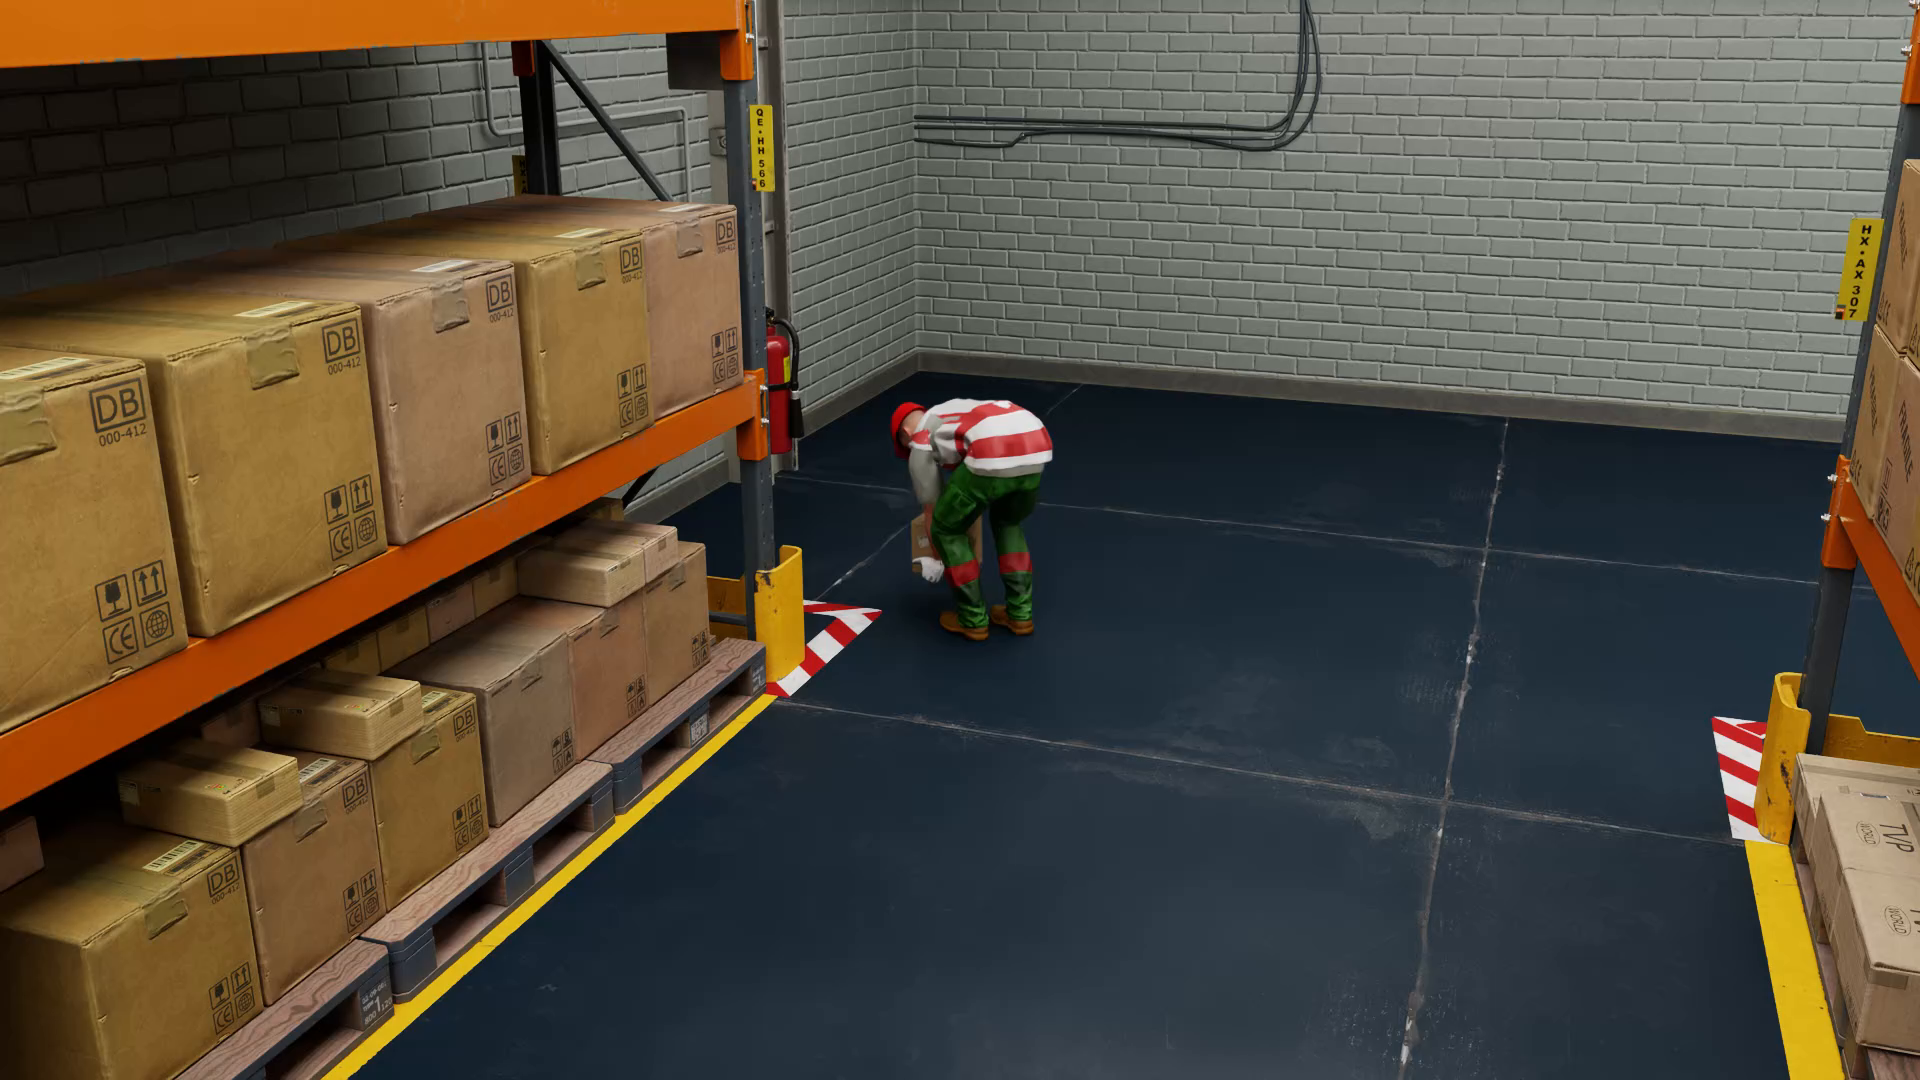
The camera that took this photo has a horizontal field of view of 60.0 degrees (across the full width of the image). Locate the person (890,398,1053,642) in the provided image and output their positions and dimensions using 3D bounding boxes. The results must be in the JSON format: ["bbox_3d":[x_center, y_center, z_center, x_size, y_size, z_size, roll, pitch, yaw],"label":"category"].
[{"bbox_3d":[0.021,-0.146,7.581,0.500,1.073,0.961,-13,22,-33],"label":"person"}]
